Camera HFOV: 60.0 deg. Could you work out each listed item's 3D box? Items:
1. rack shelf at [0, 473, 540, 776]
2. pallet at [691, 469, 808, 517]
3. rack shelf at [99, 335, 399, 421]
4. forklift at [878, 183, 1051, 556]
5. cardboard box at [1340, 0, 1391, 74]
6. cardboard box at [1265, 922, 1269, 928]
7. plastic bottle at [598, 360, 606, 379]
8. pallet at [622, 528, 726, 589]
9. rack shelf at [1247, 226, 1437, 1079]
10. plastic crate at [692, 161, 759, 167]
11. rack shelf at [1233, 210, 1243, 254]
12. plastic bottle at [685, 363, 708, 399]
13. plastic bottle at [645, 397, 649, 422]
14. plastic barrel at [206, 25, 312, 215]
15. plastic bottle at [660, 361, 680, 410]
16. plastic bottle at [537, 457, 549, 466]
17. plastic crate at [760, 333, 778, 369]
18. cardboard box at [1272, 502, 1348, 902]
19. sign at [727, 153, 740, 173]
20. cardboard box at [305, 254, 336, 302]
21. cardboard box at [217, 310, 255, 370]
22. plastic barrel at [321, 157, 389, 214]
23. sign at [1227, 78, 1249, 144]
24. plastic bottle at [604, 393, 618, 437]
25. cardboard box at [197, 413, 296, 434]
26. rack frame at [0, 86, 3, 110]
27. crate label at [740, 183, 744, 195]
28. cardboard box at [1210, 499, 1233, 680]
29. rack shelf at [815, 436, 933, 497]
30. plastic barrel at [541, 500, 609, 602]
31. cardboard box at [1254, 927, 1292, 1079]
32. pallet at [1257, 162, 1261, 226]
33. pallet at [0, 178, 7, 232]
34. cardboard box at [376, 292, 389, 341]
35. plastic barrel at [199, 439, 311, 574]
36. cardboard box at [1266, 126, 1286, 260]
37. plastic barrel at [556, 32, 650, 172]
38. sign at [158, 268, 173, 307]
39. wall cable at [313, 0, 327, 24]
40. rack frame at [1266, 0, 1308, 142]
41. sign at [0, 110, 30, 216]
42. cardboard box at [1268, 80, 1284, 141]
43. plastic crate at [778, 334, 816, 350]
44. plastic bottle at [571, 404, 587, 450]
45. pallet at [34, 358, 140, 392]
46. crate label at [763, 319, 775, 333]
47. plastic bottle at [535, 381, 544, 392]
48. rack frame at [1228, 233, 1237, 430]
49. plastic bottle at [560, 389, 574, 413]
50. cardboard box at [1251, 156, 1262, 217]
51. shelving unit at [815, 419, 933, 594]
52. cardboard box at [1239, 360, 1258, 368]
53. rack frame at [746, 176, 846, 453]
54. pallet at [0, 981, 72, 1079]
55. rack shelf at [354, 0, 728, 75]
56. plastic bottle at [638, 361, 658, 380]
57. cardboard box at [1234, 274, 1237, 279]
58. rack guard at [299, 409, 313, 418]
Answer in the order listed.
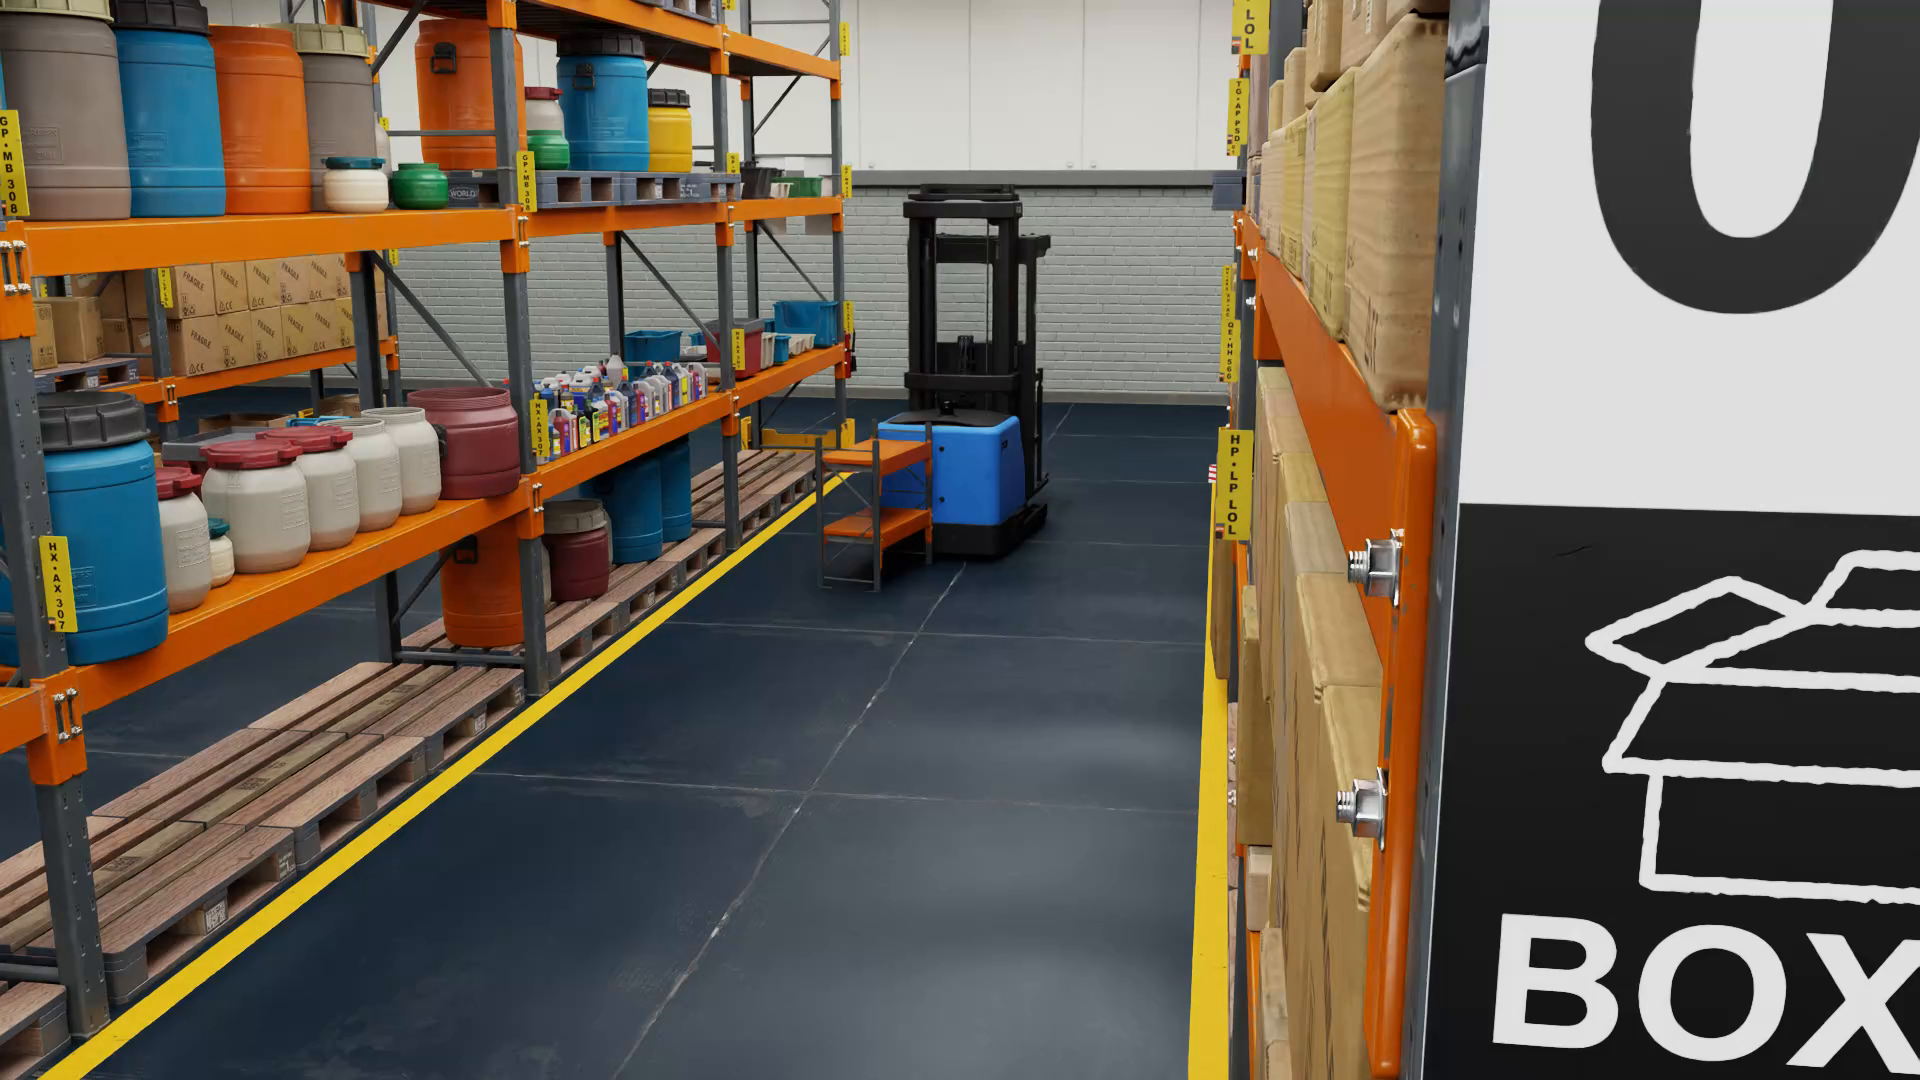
[{"bbox_3d":[-3.235,0.198,7.663,1.077,0.370,4.000,2,12,9],"label":"rack shelf"},{"bbox_3d":[-2.052,-0.449,15.574,1.003,0.211,1.213,2,12,9],"label":"pallet"},{"bbox_3d":[-6.898,-1.629,16.138,1.077,0.370,4.000,2,12,9],"label":"rack shelf"},{"bbox_3d":[0.158,-1.574,14.339,1.130,2.935,3.031,3,13,13],"label":"forklift"},{"bbox_3d":[0.561,-0.511,1.534,0.380,0.149,0.250,1,12,6],"label":"cardboard box"},{"bbox_3d":[0.804,0.894,3.323,0.380,0.149,0.250,2,12,9],"label":"cardboard box"},{"bbox_3d":[-2.810,-1.255,12.976,0.061,0.283,0.133,2,12,9],"label":"plastic bottle"},{"bbox_3d":[-2.472,0.120,12.937,1.003,0.211,1.213,2,12,9],"label":"pallet"},{"bbox_3d":[1.044,-0.275,2.738,1.077,0.370,4.000,2,12,9],"label":"rack shelf"},{"bbox_3d":[-2.203,-3.362,15.502,0.504,0.338,0.767,2,12,9],"label":"plastic crate"},{"bbox_3d":[2.275,-1.941,10.466,1.077,0.370,4.000,2,12,9],"label":"rack shelf"},{"bbox_3d":[-2.053,-1.250,12.966,0.152,0.276,0.135,2,12,9],"label":"plastic bottle"},{"bbox_3d":[-2.234,-0.931,11.664,0.097,0.201,0.097,0,12,0],"label":"plastic bottle"},{"bbox_3d":[-3.368,-1.946,7.765,0.600,0.830,0.708,2,12,9],"label":"plastic barrel"},{"bbox_3d":[-2.158,-1.138,12.272,0.144,0.351,0.185,2,12,9],"label":"plastic bottle"},{"bbox_3d":[-2.541,-0.589,9.901,0.152,0.276,0.135,2,12,9],"label":"plastic bottle"},{"bbox_3d":[-1.895,-1.686,14.836,0.437,0.282,0.530,2,12,9],"label":"plastic crate"},{"bbox_3d":[0.728,0.242,2.434,0.500,0.500,0.500,2,12,9],"label":"cardboard box"},{"bbox_3d":[-1.769,-2.855,12.981,0.100,0.325,0.005,2,12,9],"label":"sign"},{"bbox_3d":[-6.539,-2.620,16.418,0.500,0.500,0.500,2,12,10],"label":"cardboard box"},{"bbox_3d":[-6.782,-1.817,15.067,0.500,0.500,0.500,2,12,10],"label":"cardboard box"},{"bbox_3d":[-2.892,-1.697,7.954,0.301,0.262,0.301,0,12,0],"label":"plastic barrel"},{"bbox_3d":[1.420,-2.187,8.486,0.100,0.325,0.005,2,12,9],"label":"sign"},{"bbox_3d":[-2.318,-0.832,11.010,0.061,0.283,0.133,2,12,9],"label":"plastic bottle"},{"bbox_3d":[-6.922,-0.950,16.163,0.797,0.503,0.637,2,12,9],"label":"cardboard box"},{"bbox_3d":[-3.542,-2.670,5.023,1.000,3.000,0.127,2,12,9],"label":"rack frame"},{"bbox_3d":[-1.951,-2.833,13.523,0.293,0.136,0.466,2,12,9],"label":"crate label"},{"bbox_3d":[2.094,0.281,9.617,1.225,0.875,0.875,1,12,6],"label":"cardboard box"},{"bbox_3d":[-0.637,-0.565,12.554,0.538,0.278,1.000,5,13,20],"label":"rack shelf"},{"bbox_3d":[-2.695,0.066,11.294,0.600,0.588,0.708,2,12,9],"label":"plastic barrel"},{"bbox_3d":[0.807,0.840,2.033,0.875,0.500,0.500,2,12,9],"label":"cardboard box"},{"bbox_3d":[1.552,-1.077,5.194,1.213,0.211,1.003,2,12,9],"label":"pallet"},{"bbox_3d":[-3.557,-0.958,4.647,1.213,0.211,1.003,2,12,9],"label":"pallet"},{"bbox_3d":[-6.390,-2.344,17.510,0.500,0.500,0.500,2,12,10],"label":"cardboard box"},{"bbox_3d":[-3.066,-0.149,7.240,0.433,0.535,0.433,0,12,0],"label":"plastic barrel"},{"bbox_3d":[0.866,-0.671,3.224,0.500,0.250,0.500,1,12,6],"label":"cardboard box"},{"bbox_3d":[-2.423,-2.959,11.298,0.600,0.901,0.708,2,12,9],"label":"plastic barrel"},{"bbox_3d":[-6.657,-2.113,13.929,0.100,0.325,0.005,2,12,9],"label":"sign"},{"bbox_3d":[-7.590,-7.518,22.901,3.097,2.526,0.112,2,12,9],"label":"wall cable"},{"bbox_3d":[1.352,-2.510,4.278,1.000,3.000,0.127,2,12,9],"label":"rack frame"},{"bbox_3d":[-3.000,-1.188,5.245,0.100,0.325,0.005,2,12,9],"label":"sign"},{"bbox_3d":[0.997,-1.107,4.300,0.380,0.149,0.250,2,12,7],"label":"cardboard box"},{"bbox_3d":[-1.643,-1.960,16.453,0.396,0.136,0.243,2,12,9],"label":"plastic crate"},{"bbox_3d":[-2.404,-0.715,10.470,0.061,0.283,0.133,2,12,9],"label":"plastic bottle"},{"bbox_3d":[-7.436,-1.307,13.395,1.003,0.211,1.213,2,12,9],"label":"pallet"},{"bbox_3d":[-2.060,-2.142,17.068,0.416,0.233,0.303,2,12,9],"label":"crate label"},{"bbox_3d":[-2.982,-0.992,11.780,0.097,0.271,0.097,0,12,0],"label":"plastic bottle"},{"bbox_3d":[3.197,-2.075,16.501,1.000,3.000,0.127,2,12,9],"label":"rack frame"},{"bbox_3d":[-2.811,-0.980,11.894,0.097,0.201,0.097,0,12,0],"label":"plastic bottle"},{"bbox_3d":[1.494,-1.499,7.064,0.500,0.250,0.500,2,12,10],"label":"cardboard box"},{"bbox_3d":[-0.637,-0.279,12.616,0.538,1.125,1.048,5,13,20],"label":"shelving unit"},{"bbox_3d":[2.036,-0.887,10.751,0.500,0.500,0.500,2,12,10],"label":"cardboard box"},{"bbox_3d":[-1.697,-2.235,17.246,1.000,3.000,0.127,2,12,9],"label":"rack frame"},{"bbox_3d":[-3.687,1.764,5.306,1.003,0.211,1.213,2,12,9],"label":"pallet"},{"bbox_3d":[-2.619,-3.372,10.936,1.077,0.370,4.000,2,12,9],"label":"rack shelf"},{"bbox_3d":[-2.301,-1.143,12.294,0.144,0.351,0.185,2,12,9],"label":"plastic bottle"},{"bbox_3d":[2.470,-1.889,13.511,0.500,0.500,0.500,2,12,9],"label":"cardboard box"},{"bbox_3d":[-6.602,-1.159,18.184,1.175,0.500,0.348,2,12,9],"label":"rack guard"}]
